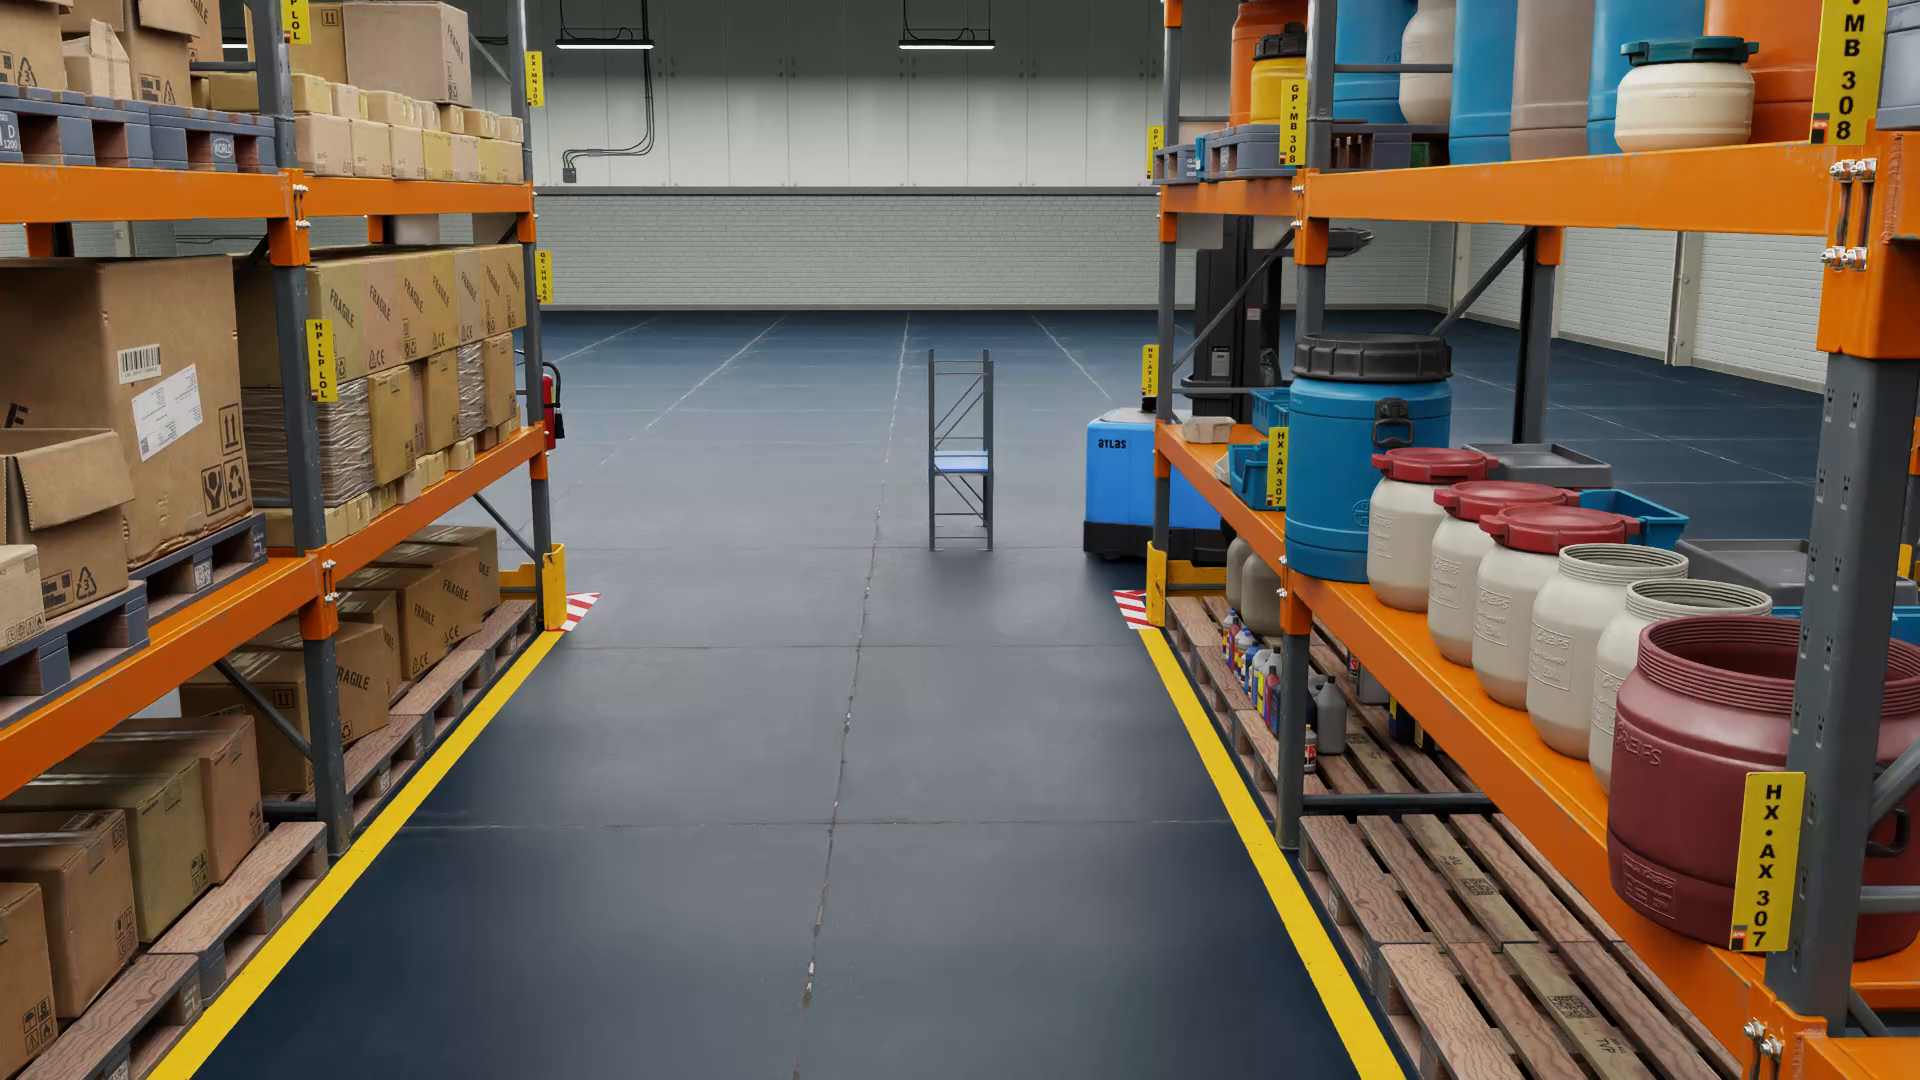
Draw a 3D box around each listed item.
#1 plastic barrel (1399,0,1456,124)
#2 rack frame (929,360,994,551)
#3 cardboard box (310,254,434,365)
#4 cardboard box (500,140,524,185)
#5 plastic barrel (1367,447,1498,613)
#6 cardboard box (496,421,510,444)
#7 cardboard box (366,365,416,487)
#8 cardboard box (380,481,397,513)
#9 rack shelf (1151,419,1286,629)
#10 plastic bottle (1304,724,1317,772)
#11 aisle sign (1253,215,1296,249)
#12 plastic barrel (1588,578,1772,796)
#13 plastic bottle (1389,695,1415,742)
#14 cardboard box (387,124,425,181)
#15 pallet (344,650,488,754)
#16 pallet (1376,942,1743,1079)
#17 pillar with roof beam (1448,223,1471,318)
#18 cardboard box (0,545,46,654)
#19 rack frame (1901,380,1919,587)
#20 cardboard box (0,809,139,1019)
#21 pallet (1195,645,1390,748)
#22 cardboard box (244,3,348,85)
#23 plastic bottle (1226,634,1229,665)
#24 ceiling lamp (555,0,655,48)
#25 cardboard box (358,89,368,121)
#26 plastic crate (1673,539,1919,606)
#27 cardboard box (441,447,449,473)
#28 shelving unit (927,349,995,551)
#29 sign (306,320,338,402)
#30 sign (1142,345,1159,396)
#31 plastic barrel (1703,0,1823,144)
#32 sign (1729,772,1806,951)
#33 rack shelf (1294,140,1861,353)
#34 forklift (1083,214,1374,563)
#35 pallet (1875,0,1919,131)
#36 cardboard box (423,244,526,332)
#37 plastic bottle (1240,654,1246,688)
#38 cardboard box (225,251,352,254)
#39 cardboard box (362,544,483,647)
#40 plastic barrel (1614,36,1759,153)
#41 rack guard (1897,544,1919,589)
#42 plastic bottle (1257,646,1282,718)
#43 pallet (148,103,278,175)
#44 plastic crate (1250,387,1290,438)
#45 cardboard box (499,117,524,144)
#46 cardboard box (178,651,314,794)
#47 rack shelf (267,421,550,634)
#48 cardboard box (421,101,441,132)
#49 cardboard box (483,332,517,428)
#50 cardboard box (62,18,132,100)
[{"bbox_3d":[2.045,-1.980,6.893,0.421,0.512,0.421,0,11,0],"label":"plastic barrel"},{"bbox_3d":[0.009,-0.651,12.995,0.500,1.500,0.032,0,11,-1],"label":"rack frame"},{"bbox_3d":[-2.871,-1.117,8.005,0.500,0.500,0.500,0,11,-1],"label":"cardboard box"},{"bbox_3d":[-2.913,-2.239,9.886,0.500,0.250,0.500,0,11,0],"label":"cardboard box"},{"bbox_3d":[1.658,-0.038,5.863,0.433,0.535,0.433,0,11,0],"label":"plastic barrel"},{"bbox_3d":[-2.903,-0.660,9.898,0.380,0.149,0.250,0,11,-1],"label":"cardboard box"},{"bbox_3d":[-3.017,-0.527,7.611,0.875,0.500,0.500,0,11,-1],"label":"cardboard box"},{"bbox_3d":[-2.838,-0.212,7.694,0.380,0.149,0.250,0,11,-1],"label":"cardboard box"},{"bbox_3d":[1.816,-0.208,8.849,1.077,0.370,4.000,0,11,-1],"label":"rack shelf"},{"bbox_3d":[1.539,0.922,7.402,0.097,0.201,0.097,0,11,0],"label":"plastic bottle"},{"bbox_3d":[2.070,-2.248,10.555,0.394,0.787,0.004,0,11,-1],"label":"aisle sign"},{"bbox_3d":[1.705,0.374,3.891,0.421,0.512,0.421,0,11,0],"label":"plastic barrel"},{"bbox_3d":[2.112,0.758,7.834,0.144,0.351,0.185,0,11,-1],"label":"plastic bottle"},{"bbox_3d":[-2.863,-1.834,7.886,0.500,0.250,0.500,-1,11,-3],"label":"cardboard box"},{"bbox_3d":[-3.172,0.848,8.851,1.003,0.211,1.213,0,11,-1],"label":"pallet"},{"bbox_3d":[1.941,1.603,5.128,1.003,0.211,1.213,0,11,-1],"label":"pallet"},{"bbox_3d":[7.635,-9.749,38.981,9.100,9.000,0.548,0,11,-1],"label":"pillar with roof beam"},{"bbox_3d":[-2.816,0.186,4.418,0.500,0.250,0.500,-1,11,-3],"label":"cardboard box"},{"bbox_3d":[6.727,-0.978,10.834,1.000,3.000,0.127,0,11,-1],"label":"rack frame"},{"bbox_3d":[-3.100,1.195,5.305,0.700,0.500,0.500,-1,12,-6],"label":"cardboard box"},{"bbox_3d":[1.857,0.827,8.952,1.003,0.211,1.213,0,11,-1],"label":"pallet"},{"bbox_3d":[-3.416,-2.551,8.789,0.500,0.500,0.500,0,11,-1],"label":"cardboard box"},{"bbox_3d":[1.503,0.580,9.088,0.097,0.201,0.097,0,11,0],"label":"plastic bottle"},{"bbox_3d":[-7.337,-11.780,34.309,2.000,3.185,0.800,0,11,-1],"label":"ceiling lamp"},{"bbox_3d":[-2.899,-1.956,7.485,0.380,0.149,0.250,0,11,1],"label":"cardboard box"},{"bbox_3d":[2.213,0.278,4.482,0.402,0.464,0.583,0,11,-1],"label":"plastic crate"},{"bbox_3d":[-2.893,-0.411,8.673,0.380,0.149,0.250,0,11,-1],"label":"cardboard box"},{"bbox_3d":[-0.002,-0.752,13.494,0.538,1.500,1.048,0,11,-1],"label":"shelving unit"},{"bbox_3d":[-2.539,-0.713,6.617,0.100,0.325,0.005,0,11,-1],"label":"sign"},{"bbox_3d":[1.225,-1.092,10.703,0.100,0.325,0.005,0,11,-1],"label":"sign"},{"bbox_3d":[2.127,-1.343,4.008,0.600,0.830,0.708,0,11,-1],"label":"plastic barrel"},{"bbox_3d":[1.390,0.556,2.864,0.100,0.325,0.005,0,11,-1],"label":"sign"},{"bbox_3d":[1.899,-0.883,4.632,1.077,0.370,4.000,0,11,-1],"label":"rack shelf"},{"bbox_3d":[2.523,-1.277,12.483,3.031,2.935,1.130,4,12,18],"label":"forklift"},{"bbox_3d":[1.858,-0.593,1.868,1.003,0.211,1.213,0,11,-1],"label":"pallet"},{"bbox_3d":[-2.918,-1.514,9.964,0.500,0.500,0.500,0,11,-1],"label":"cardboard box"},{"bbox_3d":[1.512,0.667,8.658,0.097,0.201,0.097,0,11,0],"label":"plastic bottle"},{"bbox_3d":[-3.407,-1.214,8.484,0.500,0.500,0.500,0,11,-1],"label":"cardboard box"},{"bbox_3d":[-3.134,0.324,9.647,0.500,0.500,0.500,3,12,14],"label":"cardboard box"},{"bbox_3d":[1.681,-1.022,3.856,0.301,0.262,0.301,0,11,0],"label":"plastic barrel"},{"bbox_3d":[6.727,0.243,11.106,1.175,0.500,0.348,0,11,-1],"label":"rack guard"},{"bbox_3d":[1.546,0.690,8.167,0.144,0.351,0.185,0,11,-2],"label":"plastic bottle"},{"bbox_3d":[-3.188,-1.397,5.831,1.213,0.211,1.003,0,11,-1],"label":"pallet"},{"bbox_3d":[2.084,-0.787,10.268,0.499,0.251,0.616,0,11,-1],"label":"plastic crate"},{"bbox_3d":[-2.859,-2.476,10.048,0.380,0.149,0.250,0,11,-1],"label":"cardboard box"},{"bbox_3d":[-3.063,0.797,7.317,0.500,0.500,0.500,-1,11,-3],"label":"cardboard box"},{"bbox_3d":[-3.136,-0.188,8.749,1.077,0.370,4.000,0,11,-1],"label":"rack shelf"},{"bbox_3d":[-2.880,-2.162,8.504,0.380,0.149,0.250,-1,11,-4],"label":"cardboard box"},{"bbox_3d":[-3.063,-0.924,9.571,0.875,0.500,0.500,0,11,-1],"label":"cardboard box"},{"bbox_3d":[-2.975,-1.566,5.472,0.396,0.266,0.258,0,11,1],"label":"cardboard box"}]
